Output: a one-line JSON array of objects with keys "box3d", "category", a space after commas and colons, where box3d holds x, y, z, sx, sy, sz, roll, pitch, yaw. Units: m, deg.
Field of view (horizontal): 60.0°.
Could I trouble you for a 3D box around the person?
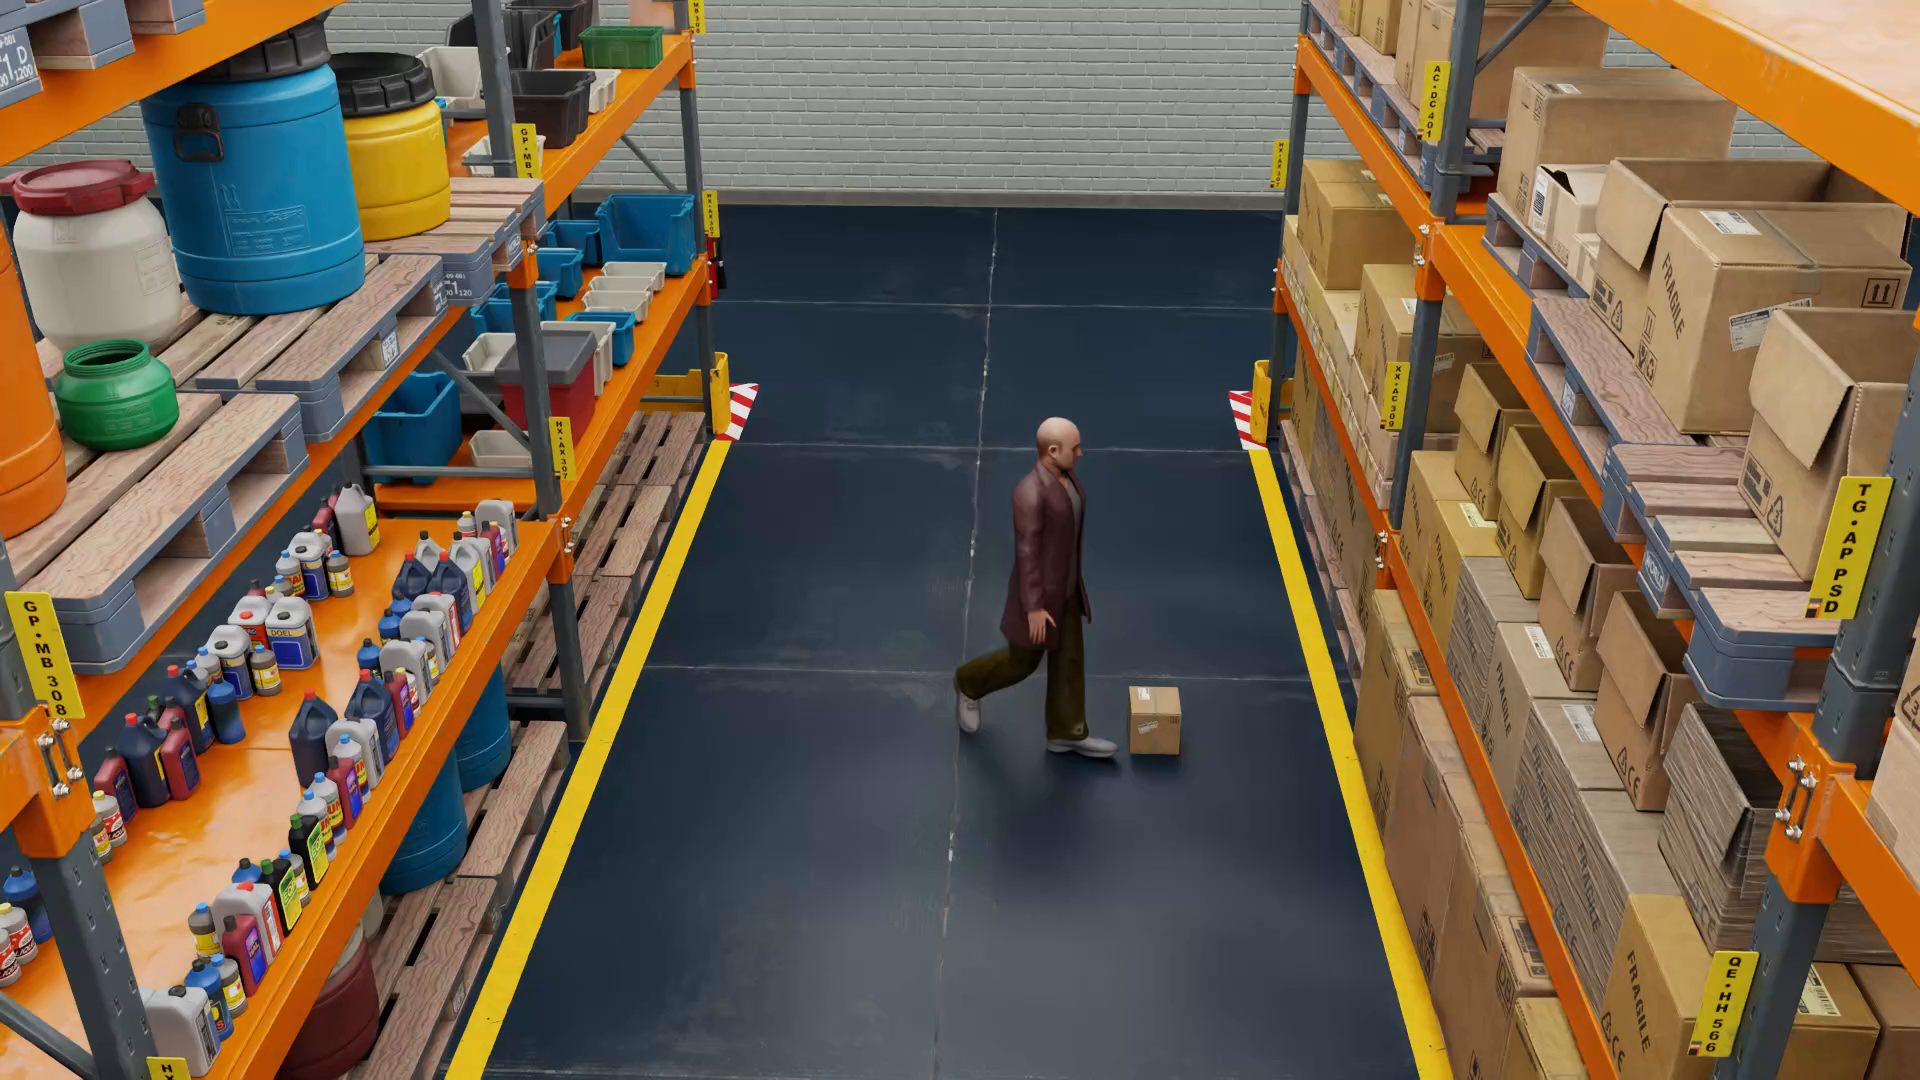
[{"box3d": [0.393, 0.240, 8.174, 0.894, 1.763, 0.650, 14, 31, 25], "category": "person"}]
